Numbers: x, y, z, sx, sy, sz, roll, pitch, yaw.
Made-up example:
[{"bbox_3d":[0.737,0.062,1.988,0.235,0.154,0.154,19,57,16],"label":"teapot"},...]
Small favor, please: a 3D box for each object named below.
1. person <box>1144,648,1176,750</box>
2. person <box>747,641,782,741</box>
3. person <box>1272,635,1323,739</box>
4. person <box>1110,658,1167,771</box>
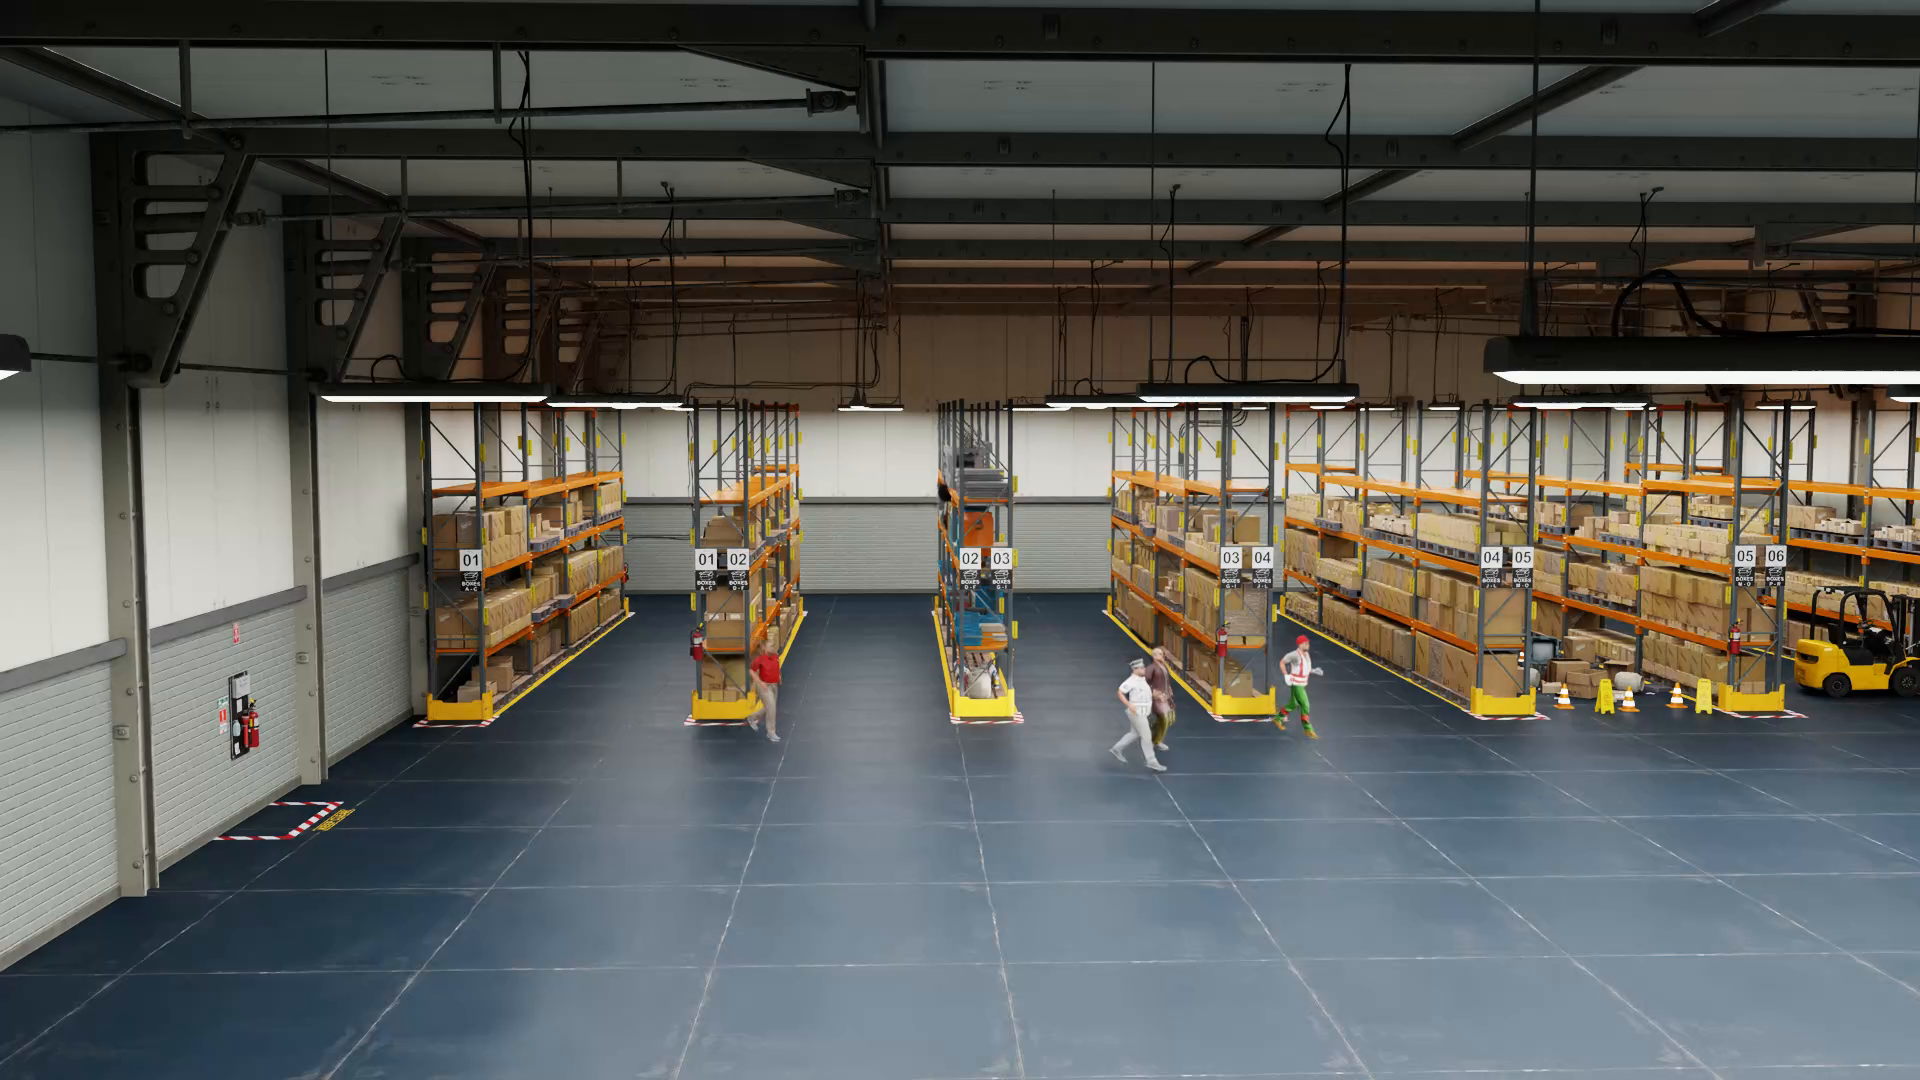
[{"bbox_3d":[3.371,2.704,28.410,0.600,1.744,0.711,3,5,35],"label":"person"},{"bbox_3d":[-3.437,2.641,29.364,0.831,1.746,0.676,3,5,35],"label":"person"},{"bbox_3d":[5.980,2.586,29.567,0.969,1.808,0.606,3,5,36],"label":"person"},{"bbox_3d":[2.870,2.780,26.758,0.986,1.772,0.660,2,5,21],"label":"person"}]
